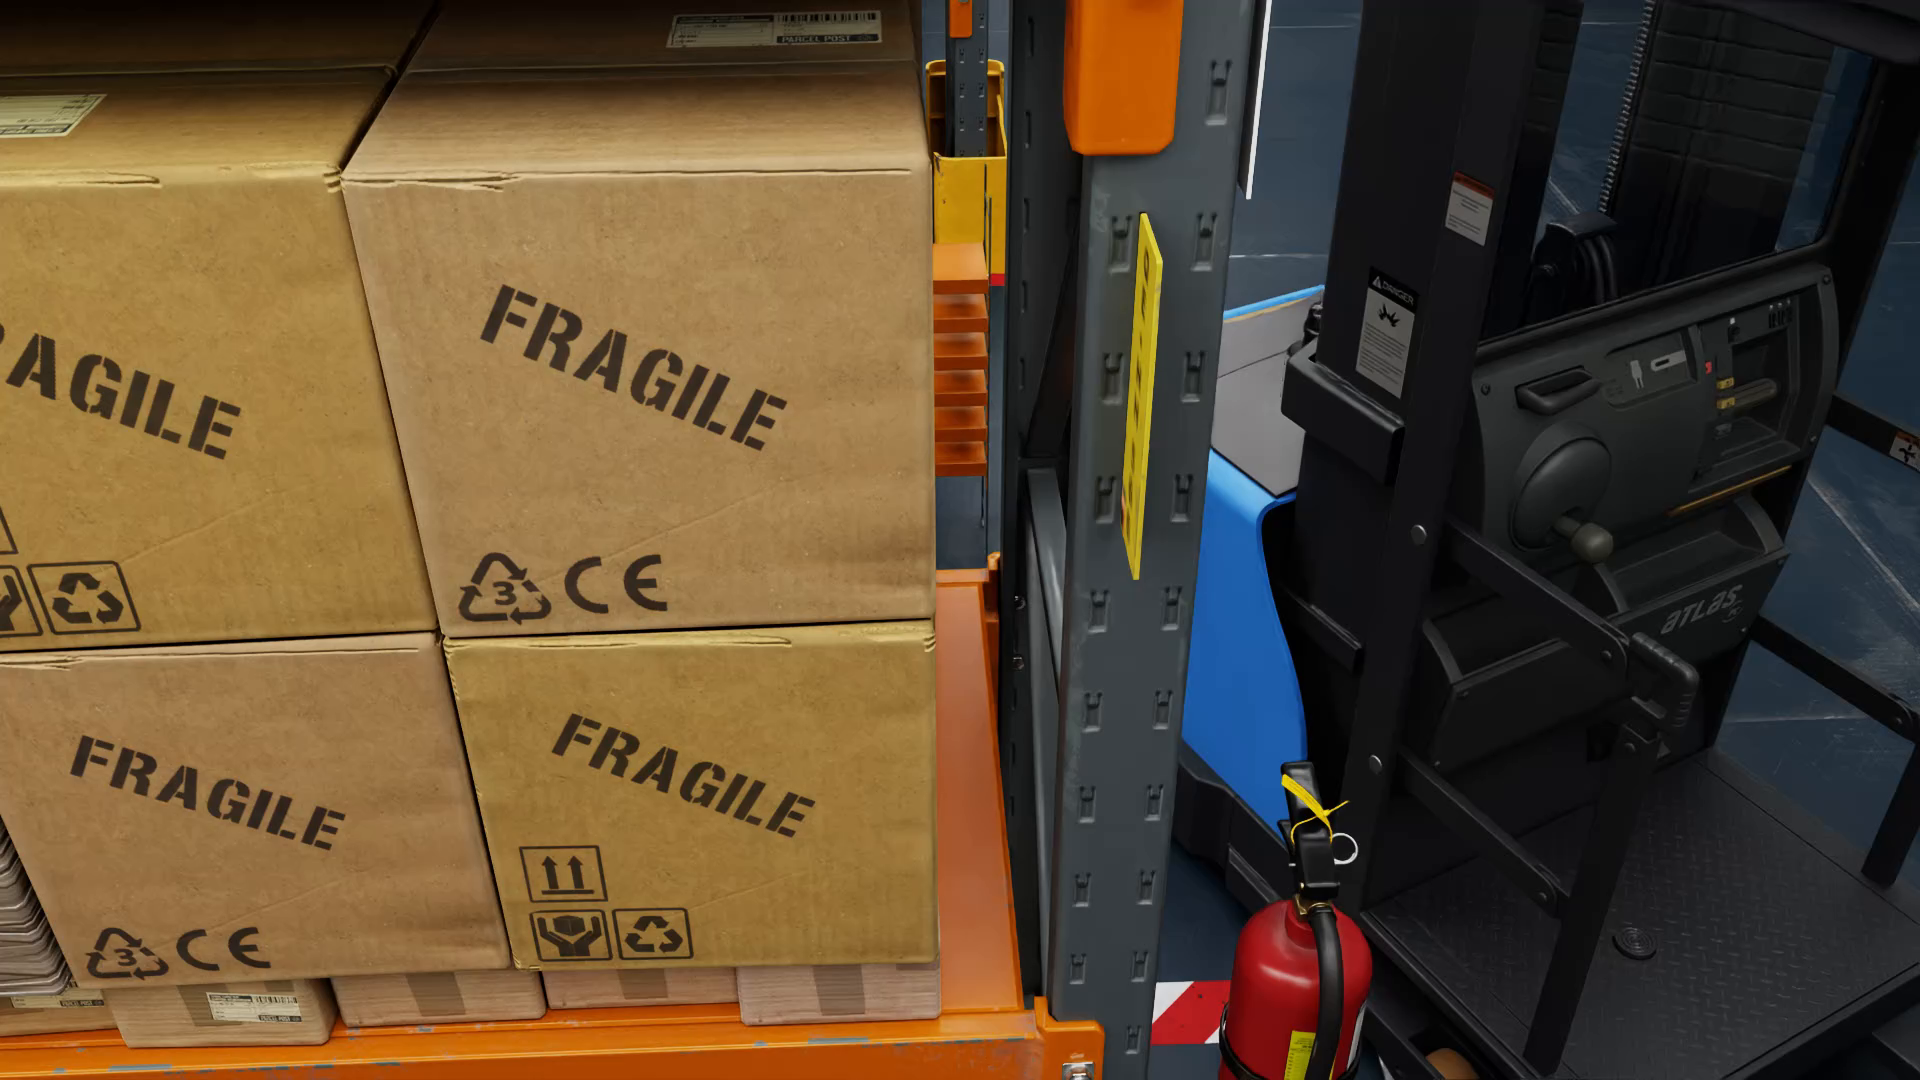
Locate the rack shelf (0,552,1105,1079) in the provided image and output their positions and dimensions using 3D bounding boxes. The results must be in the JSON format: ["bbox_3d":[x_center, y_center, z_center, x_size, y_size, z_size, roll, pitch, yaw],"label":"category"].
[{"bbox_3d":[-1.842,0.517,2.499,4.000,0.370,1.077,-2,35,-2],"label":"rack shelf"}]

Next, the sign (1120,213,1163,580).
[{"bbox_3d":[0.162,-0.123,1.497,0.005,0.325,0.100,-2,35,-2],"label":"sign"}]

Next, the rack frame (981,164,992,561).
[{"bbox_3d":[0.077,-0.495,4.912,0.006,1.200,0.240,-2,35,-2],"label":"rack frame"}]

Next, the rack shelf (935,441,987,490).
[{"bbox_3d":[-0.014,-0.259,5.070,0.180,0.103,0.258,-2,35,-2],"label":"rack shelf"}]

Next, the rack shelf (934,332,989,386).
[{"bbox_3d":[-0.014,-0.555,4.865,0.180,0.103,0.258,-2,35,-2],"label":"rack shelf"}]

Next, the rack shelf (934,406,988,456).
[{"bbox_3d":[-0.014,-0.358,5.002,0.180,0.103,0.258,-2,35,-2],"label":"rack shelf"}]

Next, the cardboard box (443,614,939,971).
[{"bbox_3d":[-0.281,0.162,2.031,0.500,0.500,0.500,-1,35,-1],"label":"cardboard box"}]

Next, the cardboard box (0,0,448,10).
[{"bbox_3d":[-0.809,-0.529,2.151,0.500,0.500,0.500,-1,35,-1],"label":"cardboard box"}]

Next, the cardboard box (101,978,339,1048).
[{"bbox_3d":[-0.911,0.461,2.169,0.250,0.149,0.380,-1,35,-1],"label":"cardboard box"}]

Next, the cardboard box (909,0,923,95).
[{"bbox_3d":[-0.306,-0.546,2.176,0.500,0.500,0.500,-2,35,-3],"label":"cardboard box"}]

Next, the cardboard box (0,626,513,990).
[{"bbox_3d":[-0.796,0.173,2.015,0.500,0.500,0.500,-2,35,-3],"label":"cardboard box"}]

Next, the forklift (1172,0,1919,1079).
[{"bbox_3d":[1.407,-0.178,2.931,1.130,2.935,3.031,-18,38,-24],"label":"forklift"}]

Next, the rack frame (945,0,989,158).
[{"bbox_3d":[0.021,-2.655,6.450,0.127,3.000,1.000,-2,35,-2],"label":"rack frame"}]

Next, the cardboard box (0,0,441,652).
[{"bbox_3d":[-0.796,-0.240,1.733,0.500,0.500,0.500,-3,35,-4],"label":"cardboard box"}]

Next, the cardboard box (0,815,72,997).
[{"bbox_3d":[-1.302,0.192,1.987,0.500,0.500,0.500,-1,35,-2],"label":"cardboard box"}]

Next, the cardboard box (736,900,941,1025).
[{"bbox_3d":[-0.157,0.440,2.199,0.250,0.149,0.380,-1,35,-2],"label":"cardboard box"}]

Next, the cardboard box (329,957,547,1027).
[{"bbox_3d":[-0.657,0.441,2.198,0.250,0.149,0.380,-2,35,-3],"label":"cardboard box"}]

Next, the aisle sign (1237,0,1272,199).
[{"bbox_3d":[0.242,-0.733,1.389,0.004,0.787,0.394,-2,35,-2],"label":"aisle sign"}]

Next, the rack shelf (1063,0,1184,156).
[{"bbox_3d":[-1.842,-0.717,1.646,4.000,0.370,1.077,-2,35,-2],"label":"rack shelf"}]

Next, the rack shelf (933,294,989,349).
[{"bbox_3d":[-0.014,-0.654,4.797,0.180,0.103,0.258,-2,35,-2],"label":"rack shelf"}]

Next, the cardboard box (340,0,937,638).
[{"bbox_3d":[-0.290,-0.254,1.753,0.500,0.500,0.500,-2,35,-3],"label":"cardboard box"}]

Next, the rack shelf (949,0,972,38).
[{"bbox_3d":[-1.976,-2.305,6.577,4.000,0.370,1.077,-2,35,-2],"label":"rack shelf"}]

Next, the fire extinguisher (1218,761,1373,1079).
[{"bbox_3d":[0.429,0.608,2.131,0.183,0.674,0.296,-2,35,-2],"label":"fire extinguisher"}]

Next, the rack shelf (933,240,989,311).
[{"bbox_3d":[-0.014,-0.752,4.728,0.180,0.103,0.258,-2,35,-2],"label":"rack shelf"}]

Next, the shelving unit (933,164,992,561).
[{"bbox_3d":[-0.014,-0.493,4.908,0.189,1.200,0.258,-2,35,-2],"label":"shelving unit"}]

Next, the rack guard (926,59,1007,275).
[{"bbox_3d":[0.045,-1.628,7.163,0.348,0.500,1.175,-2,35,-2],"label":"rack guard"}]

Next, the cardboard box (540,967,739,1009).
[{"bbox_3d":[-0.407,0.425,2.220,0.250,0.149,0.380,-2,35,-2],"label":"cardboard box"}]

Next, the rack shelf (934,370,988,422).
[{"bbox_3d":[-0.014,-0.456,4.933,0.180,0.103,0.258,-2,35,-2],"label":"rack shelf"}]

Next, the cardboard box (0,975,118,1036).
[{"bbox_3d":[-1.175,0.451,2.183,0.250,0.149,0.380,-3,35,-4],"label":"cardboard box"}]

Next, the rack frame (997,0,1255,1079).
[{"bbox_3d":[0.155,0.167,2.373,0.127,3.000,1.000,-2,35,-2],"label":"rack frame"}]
